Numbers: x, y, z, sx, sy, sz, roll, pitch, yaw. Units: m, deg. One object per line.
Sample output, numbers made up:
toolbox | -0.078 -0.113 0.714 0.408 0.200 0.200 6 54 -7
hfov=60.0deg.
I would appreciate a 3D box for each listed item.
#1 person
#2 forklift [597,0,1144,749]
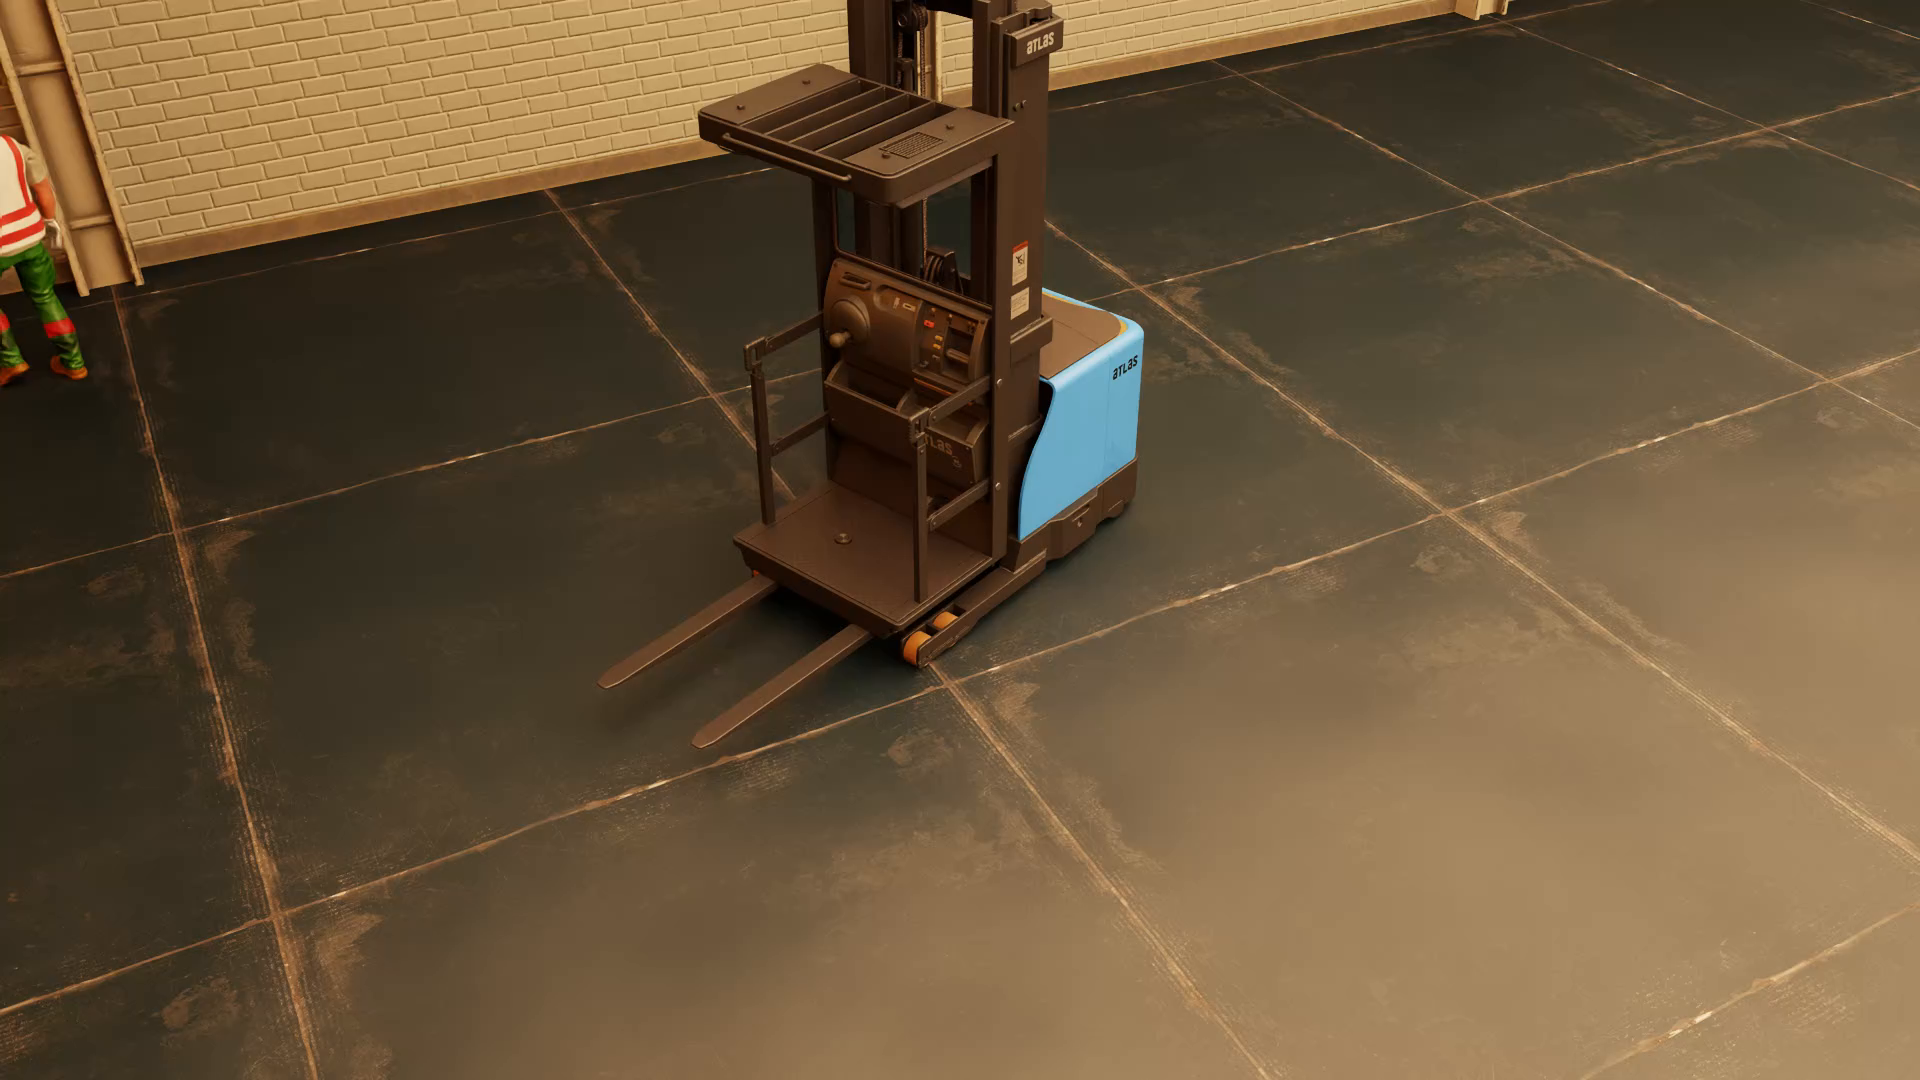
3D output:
person | -5.530 -1.722 9.602 0.486 1.803 0.657 22 41 27
forklift | -0.390 -0.927 7.434 1.130 2.935 3.031 26 43 31
